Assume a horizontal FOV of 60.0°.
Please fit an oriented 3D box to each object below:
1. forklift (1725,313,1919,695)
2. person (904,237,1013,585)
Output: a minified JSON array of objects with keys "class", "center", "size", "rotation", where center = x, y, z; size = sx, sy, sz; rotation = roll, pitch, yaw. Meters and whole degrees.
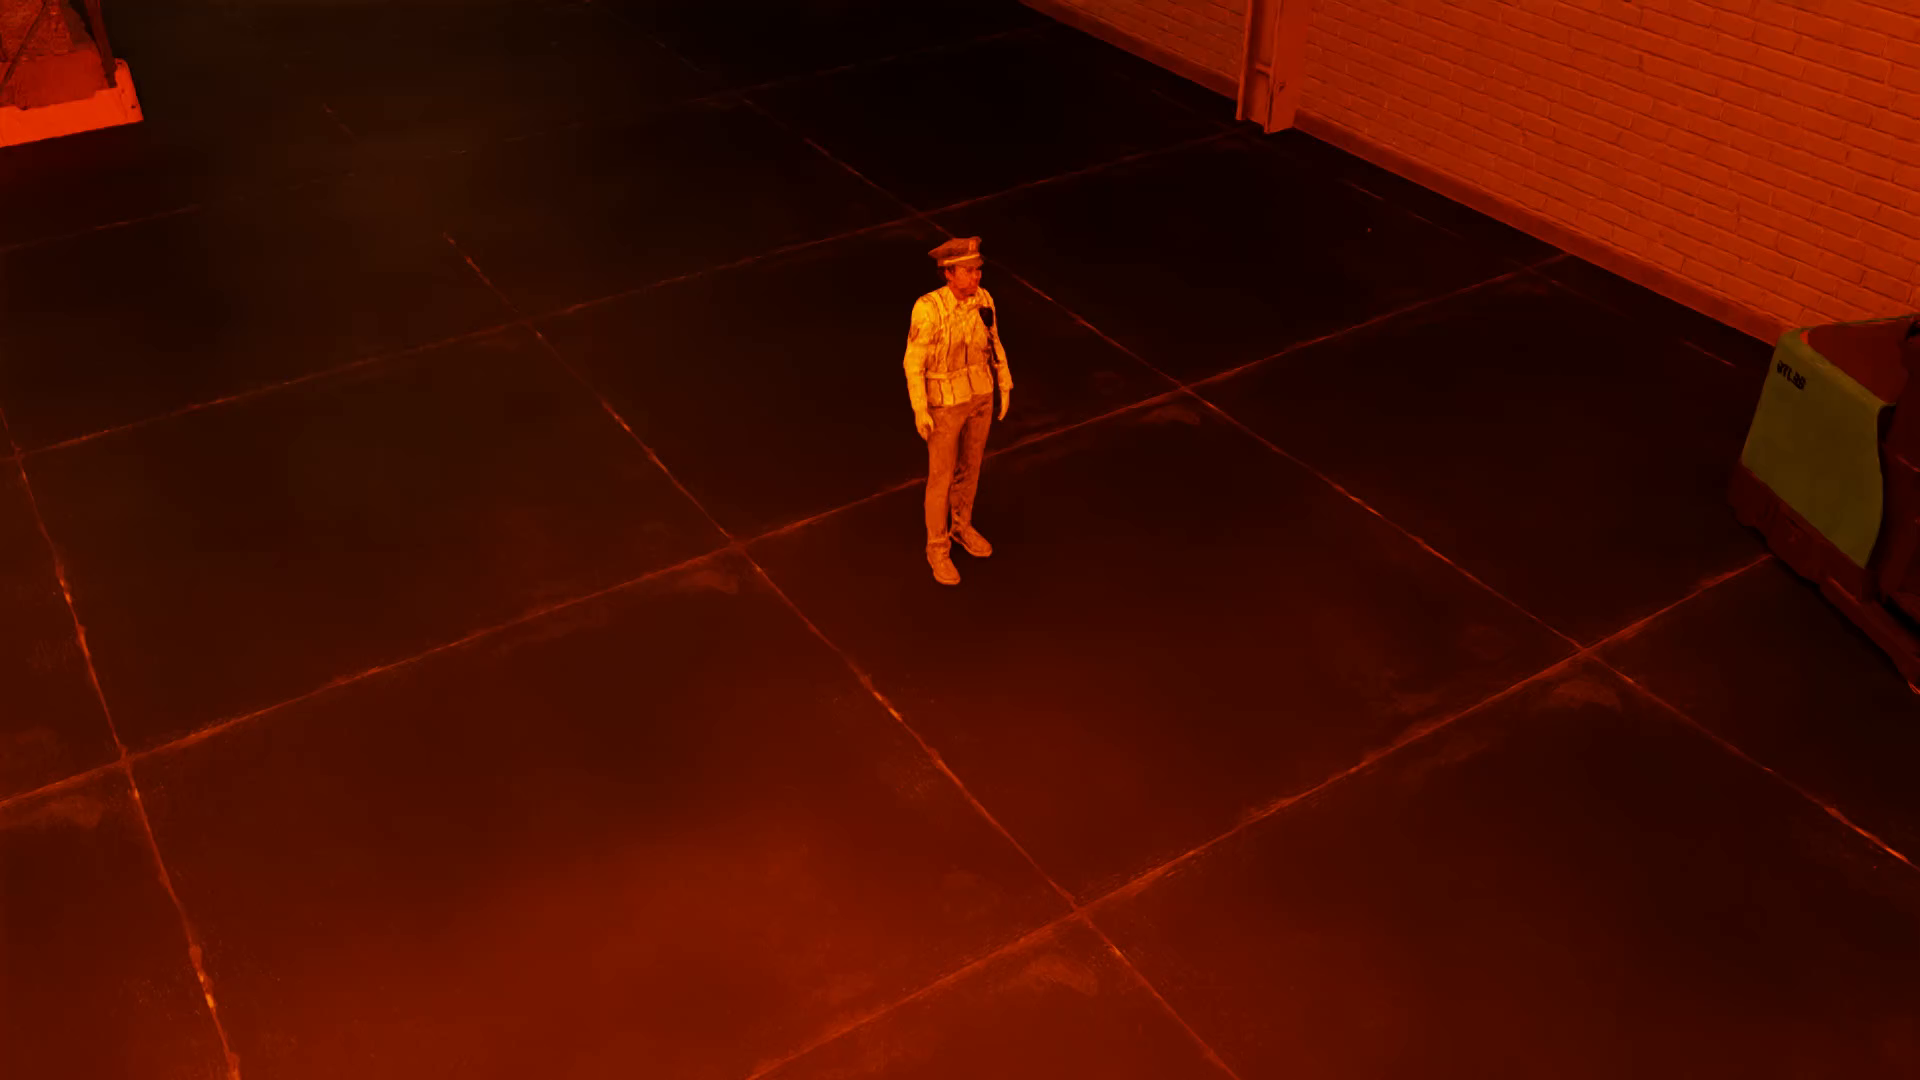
[{"class":"forklift","center":[4.919,-0.616,7.024],"size":[1.130,2.935,3.031],"rotation":[-8,36,-11]},{"class":"person","center":[0.031,-0.663,8.157],"size":[0.586,1.692,0.533],"rotation":[-21,40,-27]}]
